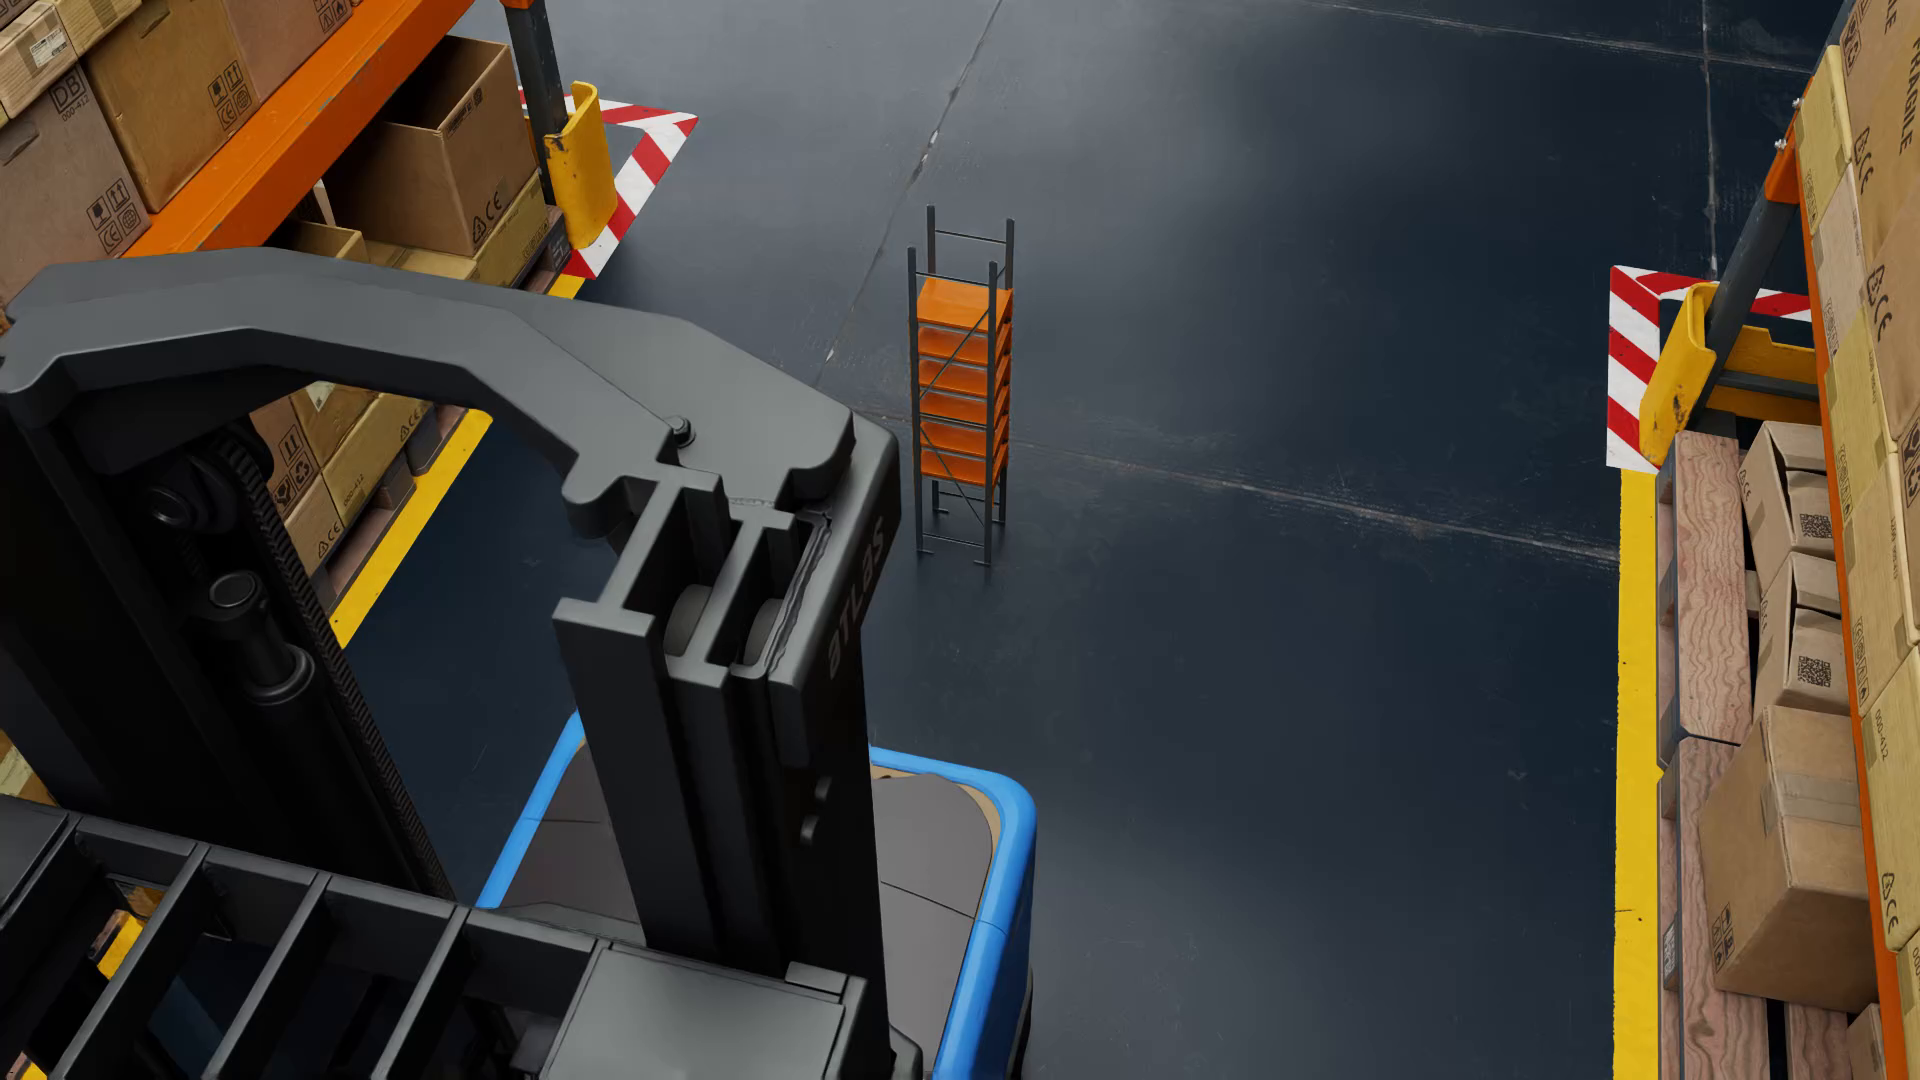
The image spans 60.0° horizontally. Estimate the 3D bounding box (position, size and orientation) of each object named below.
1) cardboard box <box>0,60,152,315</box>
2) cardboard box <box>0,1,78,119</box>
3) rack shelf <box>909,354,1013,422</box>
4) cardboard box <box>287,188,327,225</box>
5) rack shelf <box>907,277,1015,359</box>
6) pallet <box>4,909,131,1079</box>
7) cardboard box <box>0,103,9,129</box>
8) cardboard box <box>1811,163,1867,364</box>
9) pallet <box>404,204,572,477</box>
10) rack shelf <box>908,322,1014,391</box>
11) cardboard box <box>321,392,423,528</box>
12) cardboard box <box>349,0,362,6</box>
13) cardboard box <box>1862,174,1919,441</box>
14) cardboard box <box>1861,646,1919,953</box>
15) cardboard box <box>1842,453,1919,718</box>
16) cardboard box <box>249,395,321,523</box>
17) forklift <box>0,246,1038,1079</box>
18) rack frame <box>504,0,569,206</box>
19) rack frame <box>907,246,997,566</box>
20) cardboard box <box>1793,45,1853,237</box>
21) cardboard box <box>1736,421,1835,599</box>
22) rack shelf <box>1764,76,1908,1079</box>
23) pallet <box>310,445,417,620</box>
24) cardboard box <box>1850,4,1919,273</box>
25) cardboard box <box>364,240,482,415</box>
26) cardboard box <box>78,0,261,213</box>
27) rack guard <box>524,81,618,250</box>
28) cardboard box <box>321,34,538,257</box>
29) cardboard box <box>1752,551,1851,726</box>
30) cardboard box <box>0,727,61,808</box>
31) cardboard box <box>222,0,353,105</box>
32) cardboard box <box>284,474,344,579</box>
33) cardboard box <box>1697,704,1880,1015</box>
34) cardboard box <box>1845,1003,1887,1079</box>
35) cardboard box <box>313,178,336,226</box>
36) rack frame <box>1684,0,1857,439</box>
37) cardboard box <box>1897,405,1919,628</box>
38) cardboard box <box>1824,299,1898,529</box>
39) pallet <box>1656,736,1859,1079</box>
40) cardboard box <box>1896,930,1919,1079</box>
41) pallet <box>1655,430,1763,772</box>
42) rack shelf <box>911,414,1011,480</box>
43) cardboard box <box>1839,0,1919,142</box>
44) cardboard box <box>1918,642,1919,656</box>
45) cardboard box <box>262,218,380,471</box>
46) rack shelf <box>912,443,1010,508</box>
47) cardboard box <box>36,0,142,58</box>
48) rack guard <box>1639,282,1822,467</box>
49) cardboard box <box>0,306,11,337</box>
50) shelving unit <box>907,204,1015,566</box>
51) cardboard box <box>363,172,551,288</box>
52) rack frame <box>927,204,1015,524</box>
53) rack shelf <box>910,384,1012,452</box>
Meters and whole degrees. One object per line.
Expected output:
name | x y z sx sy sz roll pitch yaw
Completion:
cardboard box | -2.453 -0.864 3.945 0.700 0.500 0.500 13 50 11
cardboard box | -2.236 -1.097 3.719 0.380 0.149 0.250 11 49 10
rack shelf | 0.004 -0.458 4.753 0.258 0.103 0.180 12 50 10
cardboard box | -2.398 -1.057 5.236 0.500 0.500 0.500 12 50 10
rack shelf | 0.004 -0.616 4.573 0.258 0.103 0.180 12 50 10
pallet | -2.716 0.963 4.259 1.003 0.211 1.213 12 50 10
cardboard box | -2.304 -0.918 3.560 0.380 0.149 0.250 11 50 10
cardboard box | 2.310 -0.599 3.865 0.500 0.250 0.500 10 49 9
pallet | -2.074 -0.802 5.817 1.003 0.211 1.213 12 50 10
rack shelf | 0.004 -0.537 4.663 0.258 0.103 0.180 12 50 10
cardboard box | -2.019 -0.343 5.106 0.500 0.250 0.500 12 50 10
cardboard box | -2.048 -1.984 4.934 0.700 0.500 0.500 12 50 10
cardboard box | 2.170 -0.502 3.279 0.500 0.500 0.500 10 49 9
cardboard box | 1.903 0.497 2.897 0.500 0.250 0.500 11 50 10
cardboard box | 2.035 0.133 3.219 0.500 0.250 0.500 12 50 10
cardboard box | -2.149 -0.229 4.505 0.500 0.500 0.500 12 50 10
forklift | -0.686 1.216 2.222 1.130 2.935 3.031 11 49 9
rack frame | -1.913 -2.286 5.267 1.000 3.000 0.127 12 50 10
rack frame | -0.020 -0.341 4.751 0.240 1.200 0.006 12 50 10
cardboard box | 2.433 -0.978 4.199 0.500 0.250 0.500 10 49 9
cardboard box | 2.598 -0.084 4.824 0.500 0.311 0.500 7 49 6
rack shelf | 2.341 0.374 3.399 1.077 0.370 4.000 12 50 10
pallet | -2.397 0.078 5.040 1.003 0.211 1.213 12 50 10
cardboard box | 2.312 -0.875 3.608 0.500 0.500 0.500 12 50 10
cardboard box | -1.889 -0.705 5.425 0.500 0.250 0.500 12 50 10
cardboard box | -2.318 -1.245 4.282 0.700 0.500 0.500 12 50 10
rack guard | -1.906 -1.476 6.219 1.175 0.500 0.348 12 50 10
cardboard box | -1.767 -1.317 5.465 0.500 0.500 0.500 12 50 10
cardboard box | 2.448 0.328 4.460 0.500 0.311 0.500 15 50 13
cardboard box | -2.417 0.493 3.868 0.500 0.500 0.500 12 50 10
cardboard box | -2.182 -1.603 4.598 0.700 0.500 0.500 13 50 11
cardboard box | -2.152 0.018 4.787 0.500 0.250 0.500 12 50 10
cardboard box | 2.207 0.786 3.929 0.700 0.500 0.500 9 49 8
cardboard box | 2.255 1.227 3.774 0.380 0.149 0.250 8 49 7
cardboard box | -2.269 -1.171 5.837 0.500 0.250 0.500 12 50 10
rack frame | 2.867 -1.311 4.407 1.000 3.000 0.127 12 50 10
cardboard box | 2.046 -0.127 2.948 0.500 0.500 0.500 13 50 11
cardboard box | 2.170 -0.232 3.541 0.500 0.250 0.500 11 49 9
pallet | 2.276 1.127 4.115 1.003 0.211 1.213 12 50 10
cardboard box | 1.786 0.864 2.573 0.500 0.250 0.500 12 50 10
pallet | 2.599 0.247 4.891 1.003 0.211 1.213 12 50 10
rack shelf | 0.004 -0.299 4.933 0.258 0.103 0.180 12 50 10
cardboard box | 2.452 -1.230 3.922 0.500 0.500 0.500 12 50 10
cardboard box | 1.909 0.250 2.615 0.500 0.500 0.500 10 49 9
cardboard box | -2.016 -0.590 4.824 0.500 0.500 0.500 12 50 10
rack shelf | 0.004 -0.219 5.023 0.258 0.103 0.180 12 50 10
cardboard box | -2.169 -1.283 3.882 0.380 0.149 0.250 13 50 11
rack guard | 2.847 -0.429 5.295 1.175 0.500 0.348 12 50 10
cardboard box | -2.586 -0.493 3.618 0.700 0.500 0.500 12 50 11
shelving unit | 0.004 -0.408 4.809 0.258 1.200 0.189 12 50 10
cardboard box | -1.769 -1.069 5.747 0.500 0.250 0.500 12 50 10
rack frame | 0.028 -0.474 4.868 0.240 1.200 0.006 12 50 10
rack shelf | 0.004 -0.378 4.843 0.258 0.103 0.180 12 50 10
